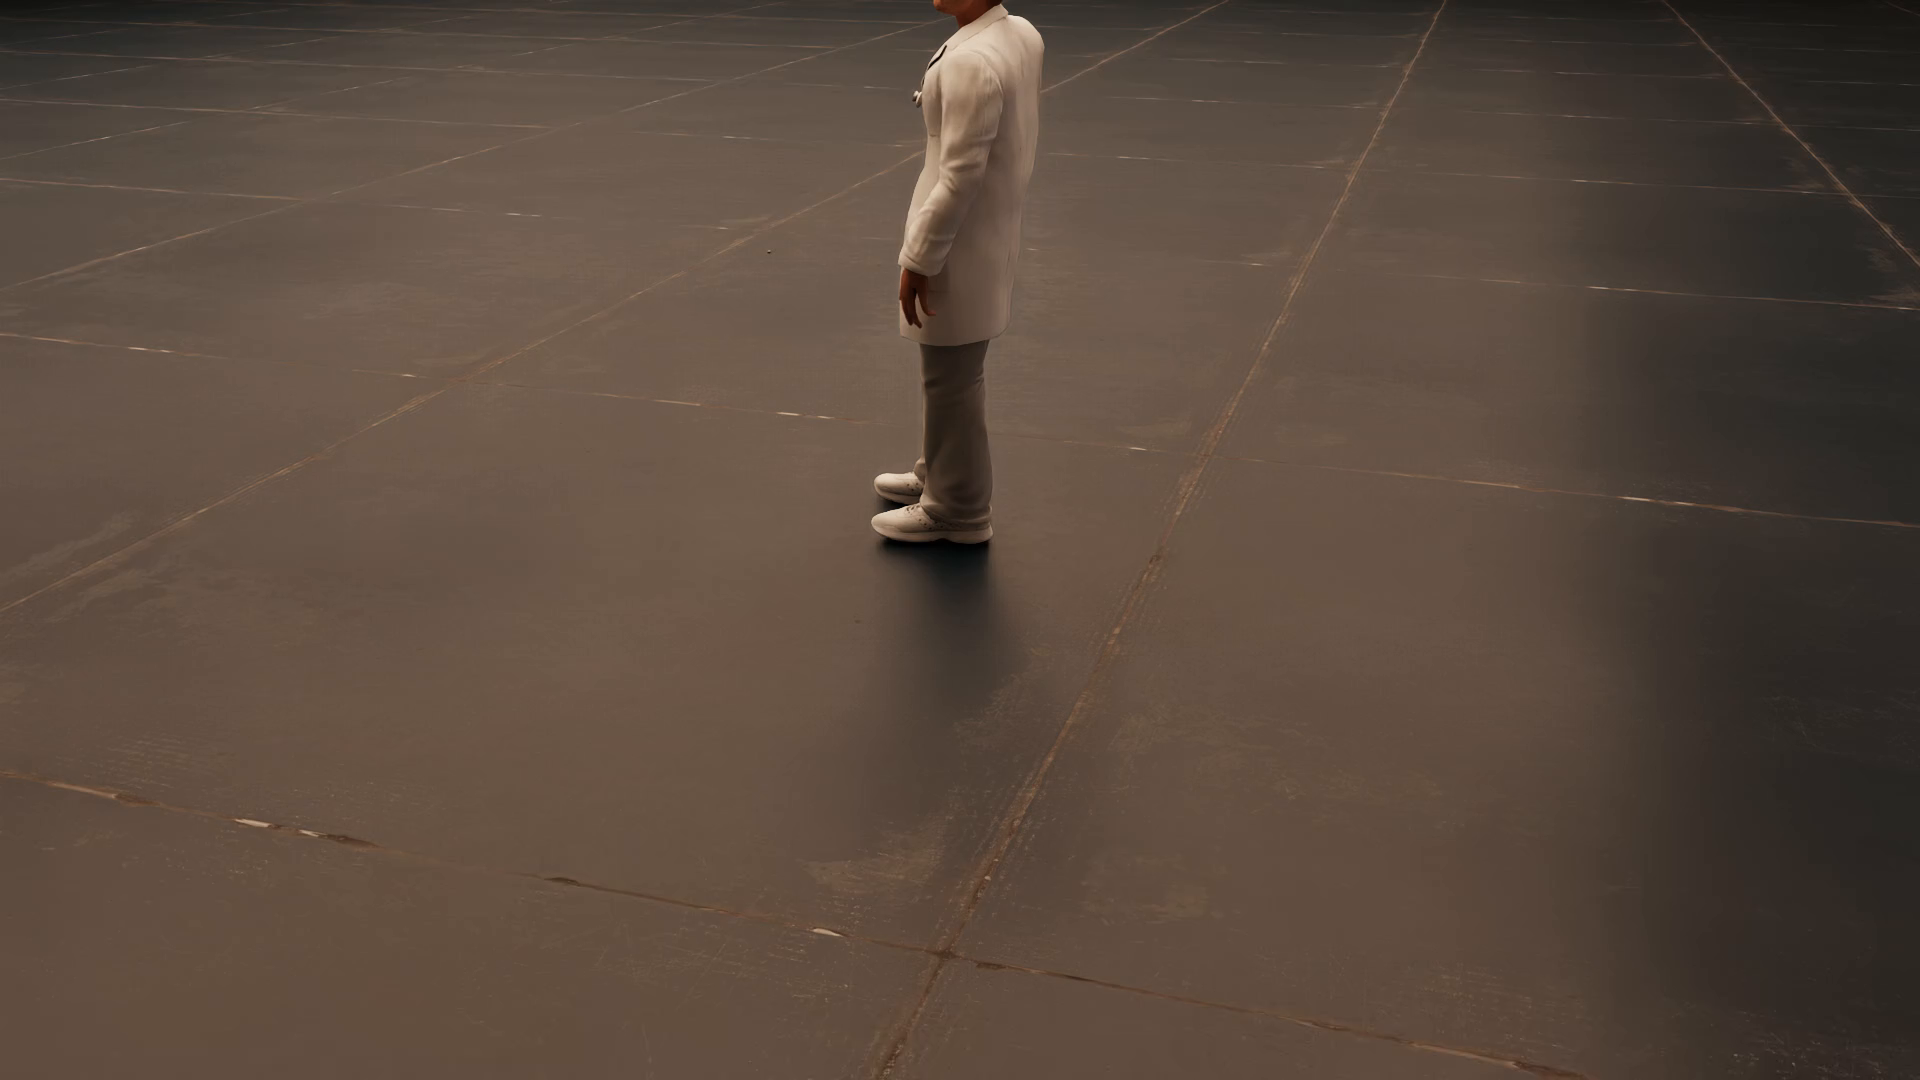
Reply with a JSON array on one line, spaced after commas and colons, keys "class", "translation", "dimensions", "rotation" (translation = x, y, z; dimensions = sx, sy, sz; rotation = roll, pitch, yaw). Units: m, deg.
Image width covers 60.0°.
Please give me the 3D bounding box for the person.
[{"class": "person", "translation": [-0.085, -0.840, 4.808], "dimensions": [0.581, 1.775, 0.696], "rotation": [7, 23, 16]}]
